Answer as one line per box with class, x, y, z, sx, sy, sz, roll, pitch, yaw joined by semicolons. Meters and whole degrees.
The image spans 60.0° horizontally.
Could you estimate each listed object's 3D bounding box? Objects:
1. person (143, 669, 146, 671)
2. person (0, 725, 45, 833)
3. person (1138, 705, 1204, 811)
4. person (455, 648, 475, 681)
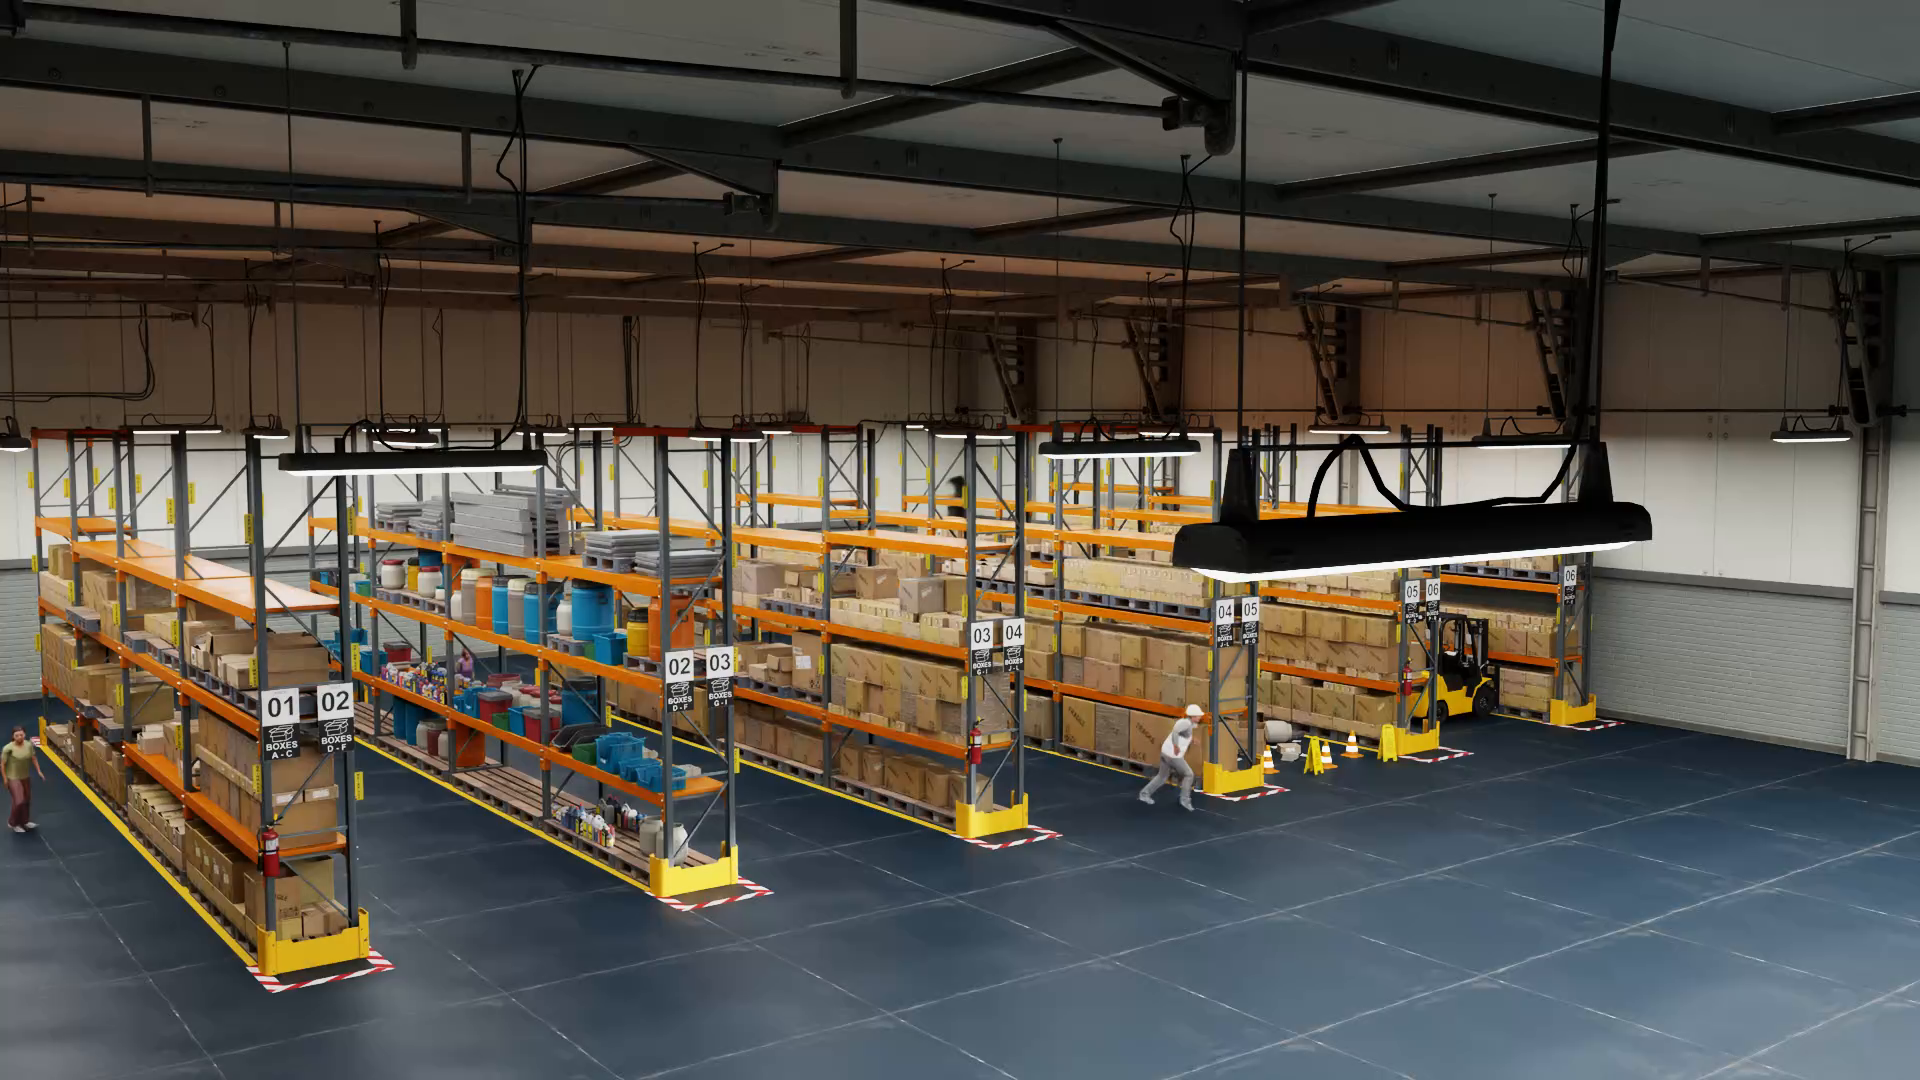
person;-17.641;2.630;35.957;0.852;1.824;0.670;-1;5;-16
person;-14.086;3.563;24.904;0.585;1.644;0.544;2;5;20
person;3.339;3.459;26.253;1.031;1.730;0.699;0;4;0
person;-10.140;2.928;33.823;0.683;1.520;0.509;3;5;34
